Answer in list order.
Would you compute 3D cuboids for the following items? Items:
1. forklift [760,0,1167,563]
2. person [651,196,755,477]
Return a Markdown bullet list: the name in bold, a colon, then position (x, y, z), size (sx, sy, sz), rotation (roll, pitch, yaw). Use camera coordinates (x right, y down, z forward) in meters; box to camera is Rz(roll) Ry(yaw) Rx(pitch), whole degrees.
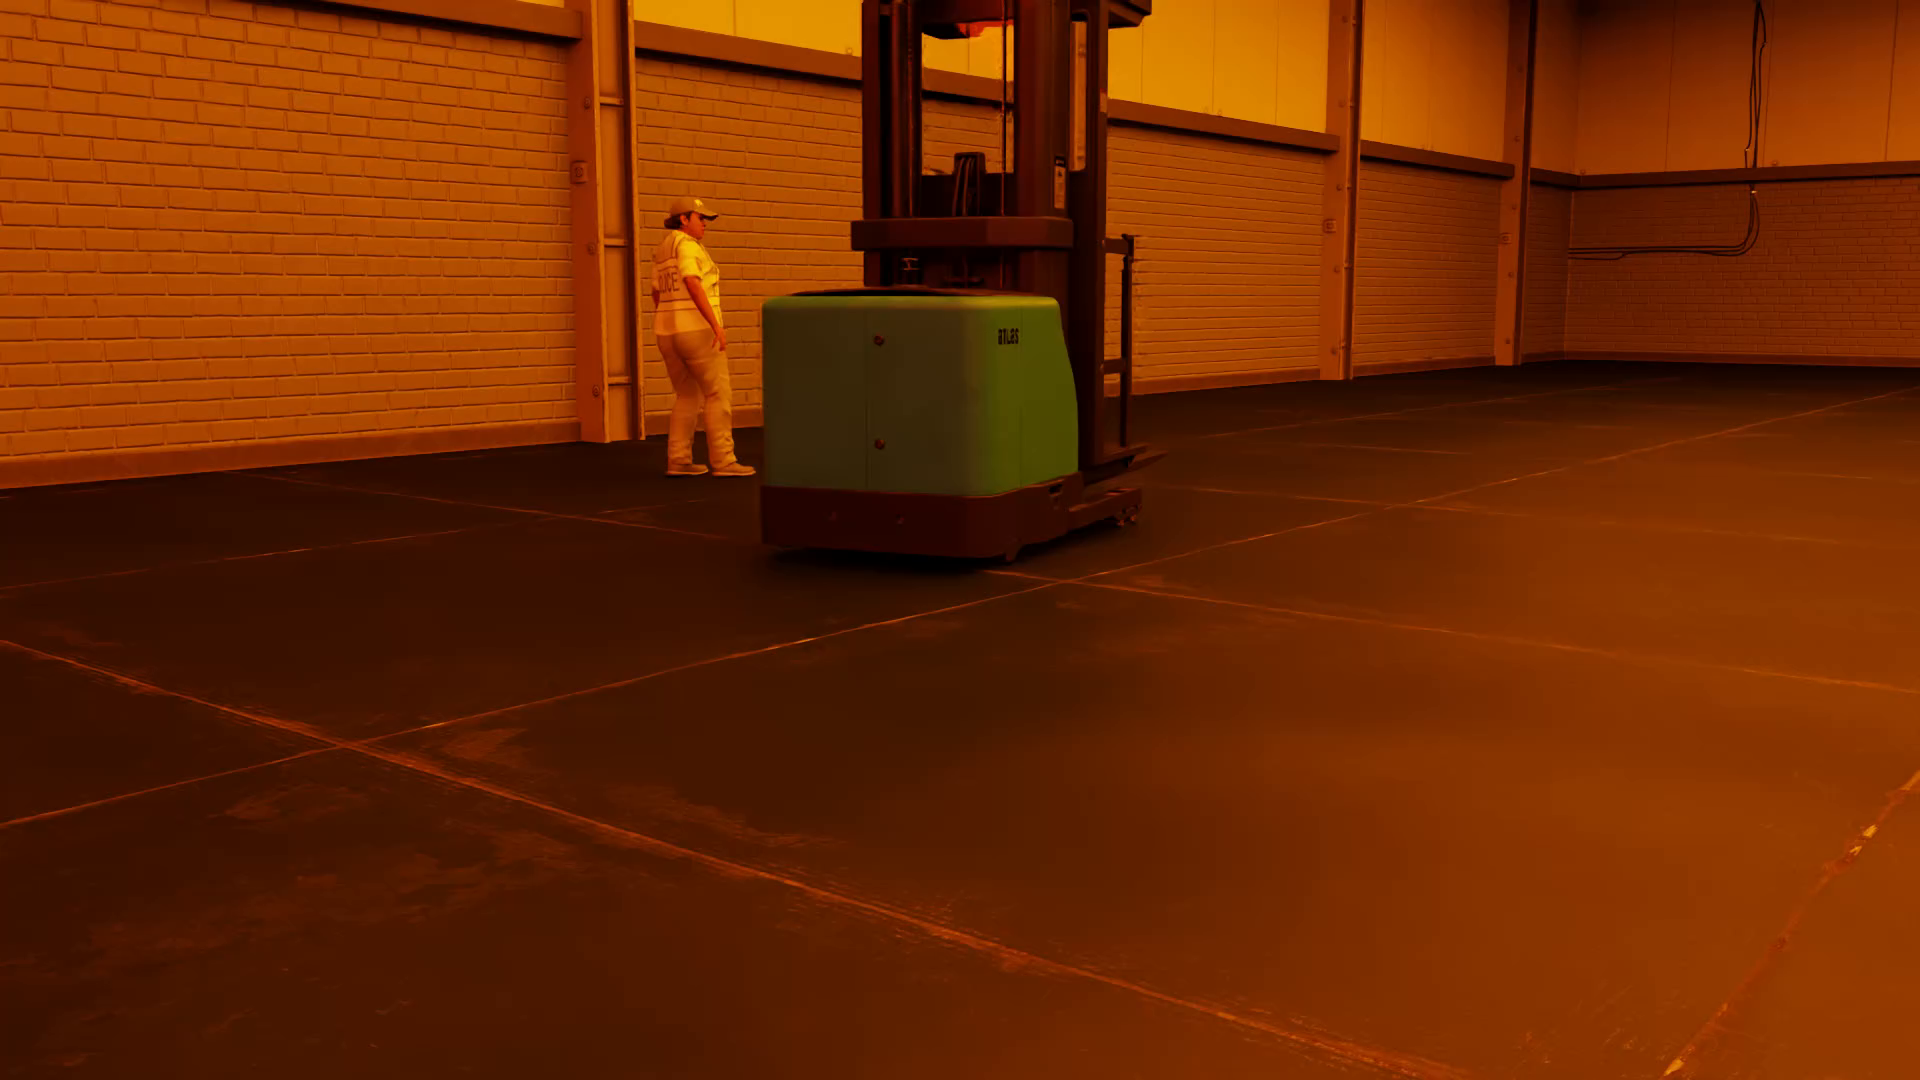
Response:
- **forklift**: position (0.232, -1.535, 7.769), size (1.130, 2.935, 3.031), rotation (4, 9, 23)
- **person**: position (-1.556, -1.211, 9.956), size (0.519, 1.663, 0.653), rotation (-7, 11, -40)
